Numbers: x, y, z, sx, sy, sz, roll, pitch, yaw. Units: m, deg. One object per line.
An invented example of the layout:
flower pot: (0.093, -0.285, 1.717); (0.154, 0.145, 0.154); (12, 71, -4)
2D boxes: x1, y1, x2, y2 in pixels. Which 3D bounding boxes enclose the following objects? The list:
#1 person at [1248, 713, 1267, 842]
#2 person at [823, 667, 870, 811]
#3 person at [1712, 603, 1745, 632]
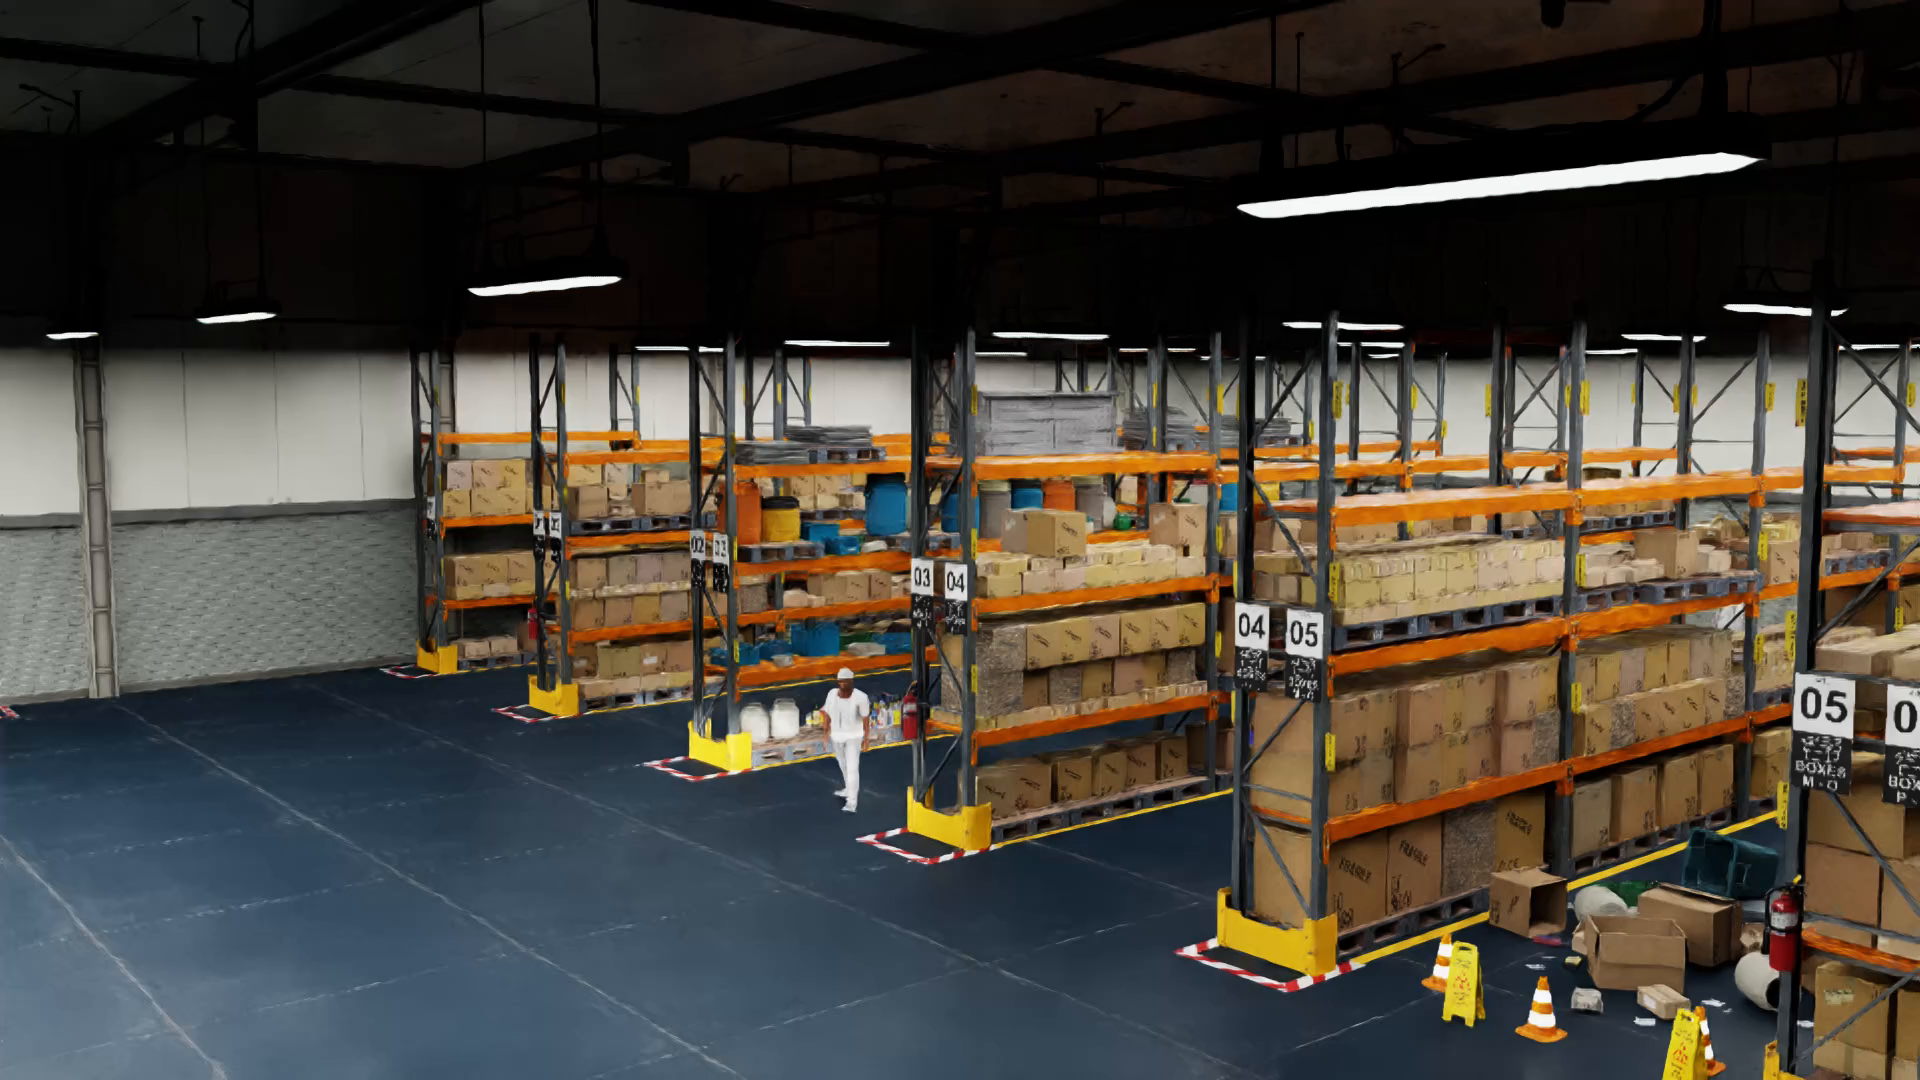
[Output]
person: (3.387, 2.663, 18.479); (0.621, 1.574, 0.828); (4, 6, 34)
person: (-1.408, 2.415, 20.414); (0.596, 1.739, 0.939); (2, 6, 25)
person: (13.420, 1.595, 29.112); (0.586, 1.772, 0.493); (0, 5, -3)
